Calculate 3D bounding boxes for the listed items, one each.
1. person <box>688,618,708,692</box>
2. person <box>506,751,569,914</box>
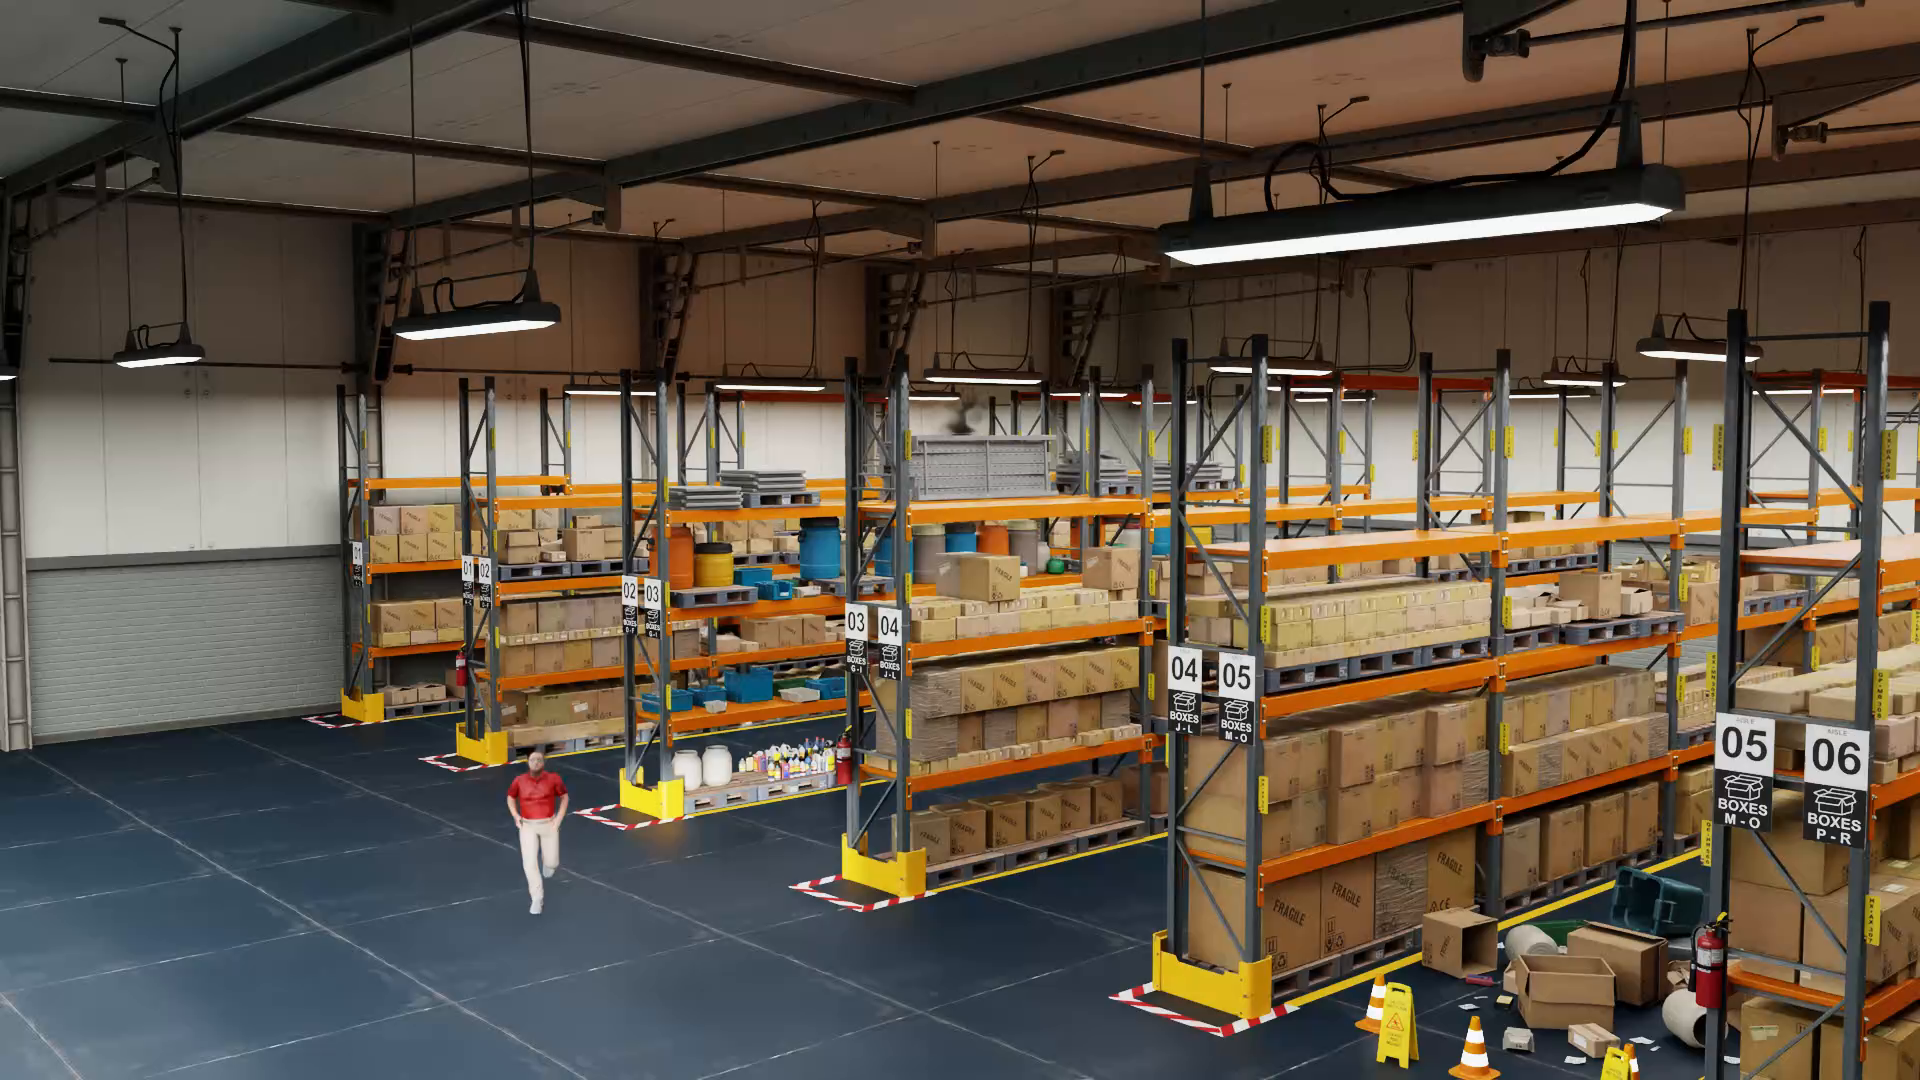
[{"bbox_3d":[-4.837,2.223,30.972,0.662,1.768,0.989,3,5,42],"label":"person"},{"bbox_3d":[-4.616,3.152,18.198,0.660,1.707,0.883,-1,4,-16],"label":"person"}]
